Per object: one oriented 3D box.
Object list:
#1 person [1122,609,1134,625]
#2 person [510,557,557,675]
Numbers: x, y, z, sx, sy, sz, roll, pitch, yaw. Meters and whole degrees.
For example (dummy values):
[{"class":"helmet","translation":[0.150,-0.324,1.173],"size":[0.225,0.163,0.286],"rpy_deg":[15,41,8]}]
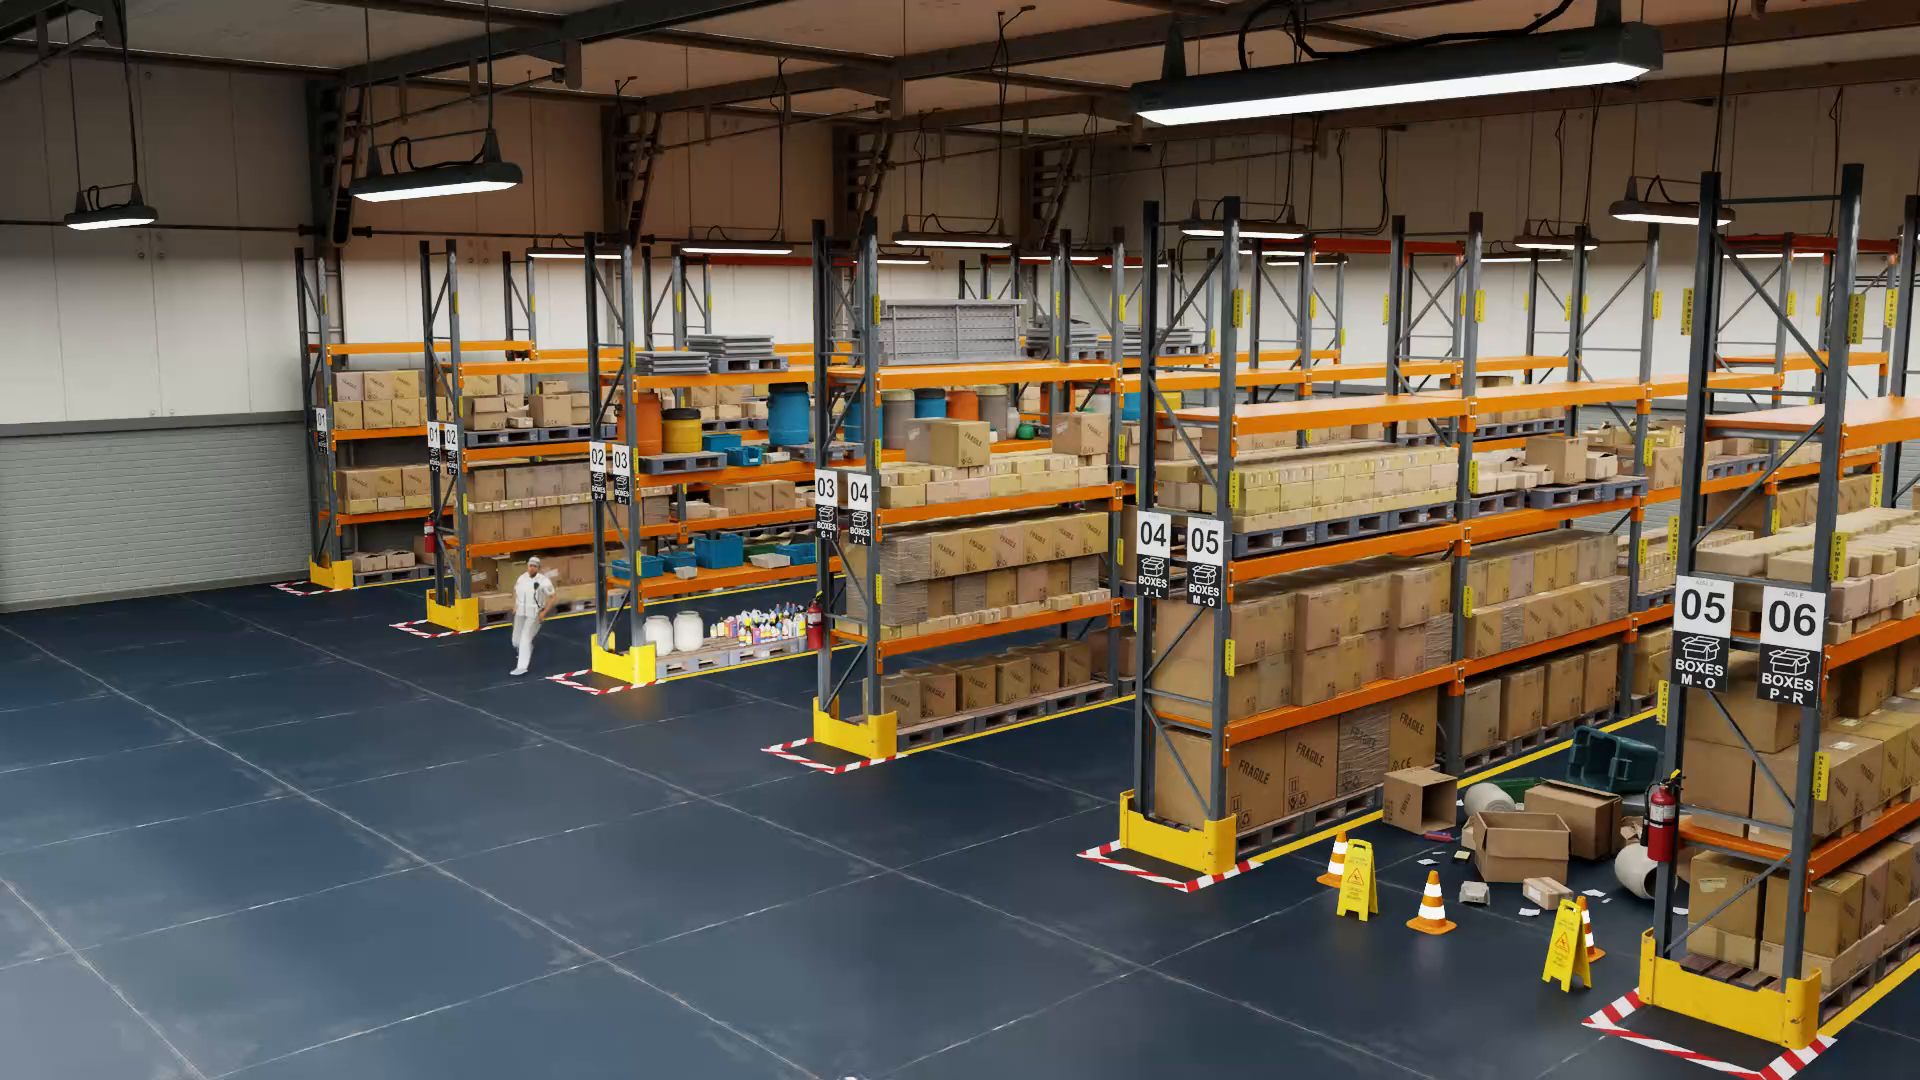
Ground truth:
[{"class":"person","translation":[2.540,0.489,24.629],"size":[0.602,1.633,0.533],"rpy_deg":[8,11,43]},{"class":"person","translation":[-5.881,1.023,22.893],"size":[0.691,1.616,0.635],"rpy_deg":[2,9,12]}]
